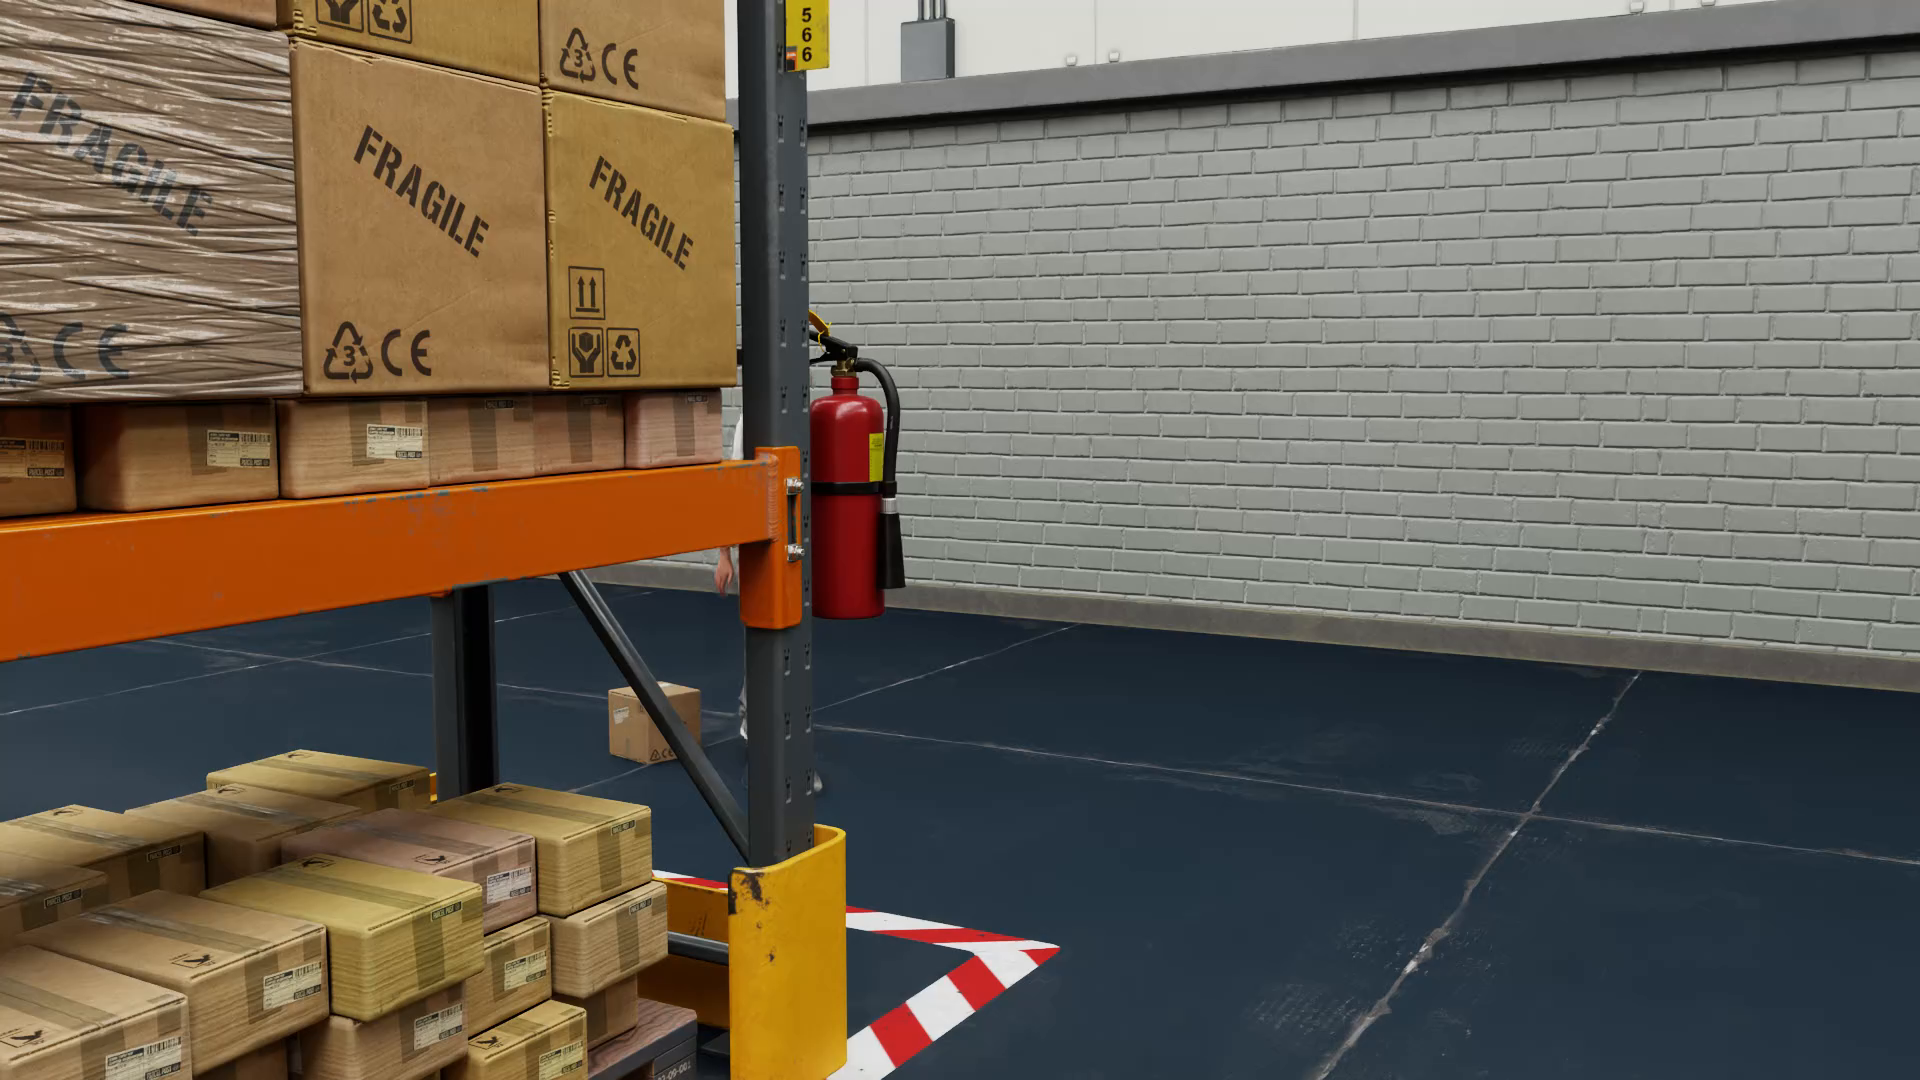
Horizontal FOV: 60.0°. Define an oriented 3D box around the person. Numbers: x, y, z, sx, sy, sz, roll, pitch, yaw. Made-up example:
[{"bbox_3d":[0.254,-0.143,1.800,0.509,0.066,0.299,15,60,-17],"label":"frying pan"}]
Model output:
[{"bbox_3d":[-0.608,0.068,5.945,0.445,1.512,0.958,-3,7,-27],"label":"person"}]
